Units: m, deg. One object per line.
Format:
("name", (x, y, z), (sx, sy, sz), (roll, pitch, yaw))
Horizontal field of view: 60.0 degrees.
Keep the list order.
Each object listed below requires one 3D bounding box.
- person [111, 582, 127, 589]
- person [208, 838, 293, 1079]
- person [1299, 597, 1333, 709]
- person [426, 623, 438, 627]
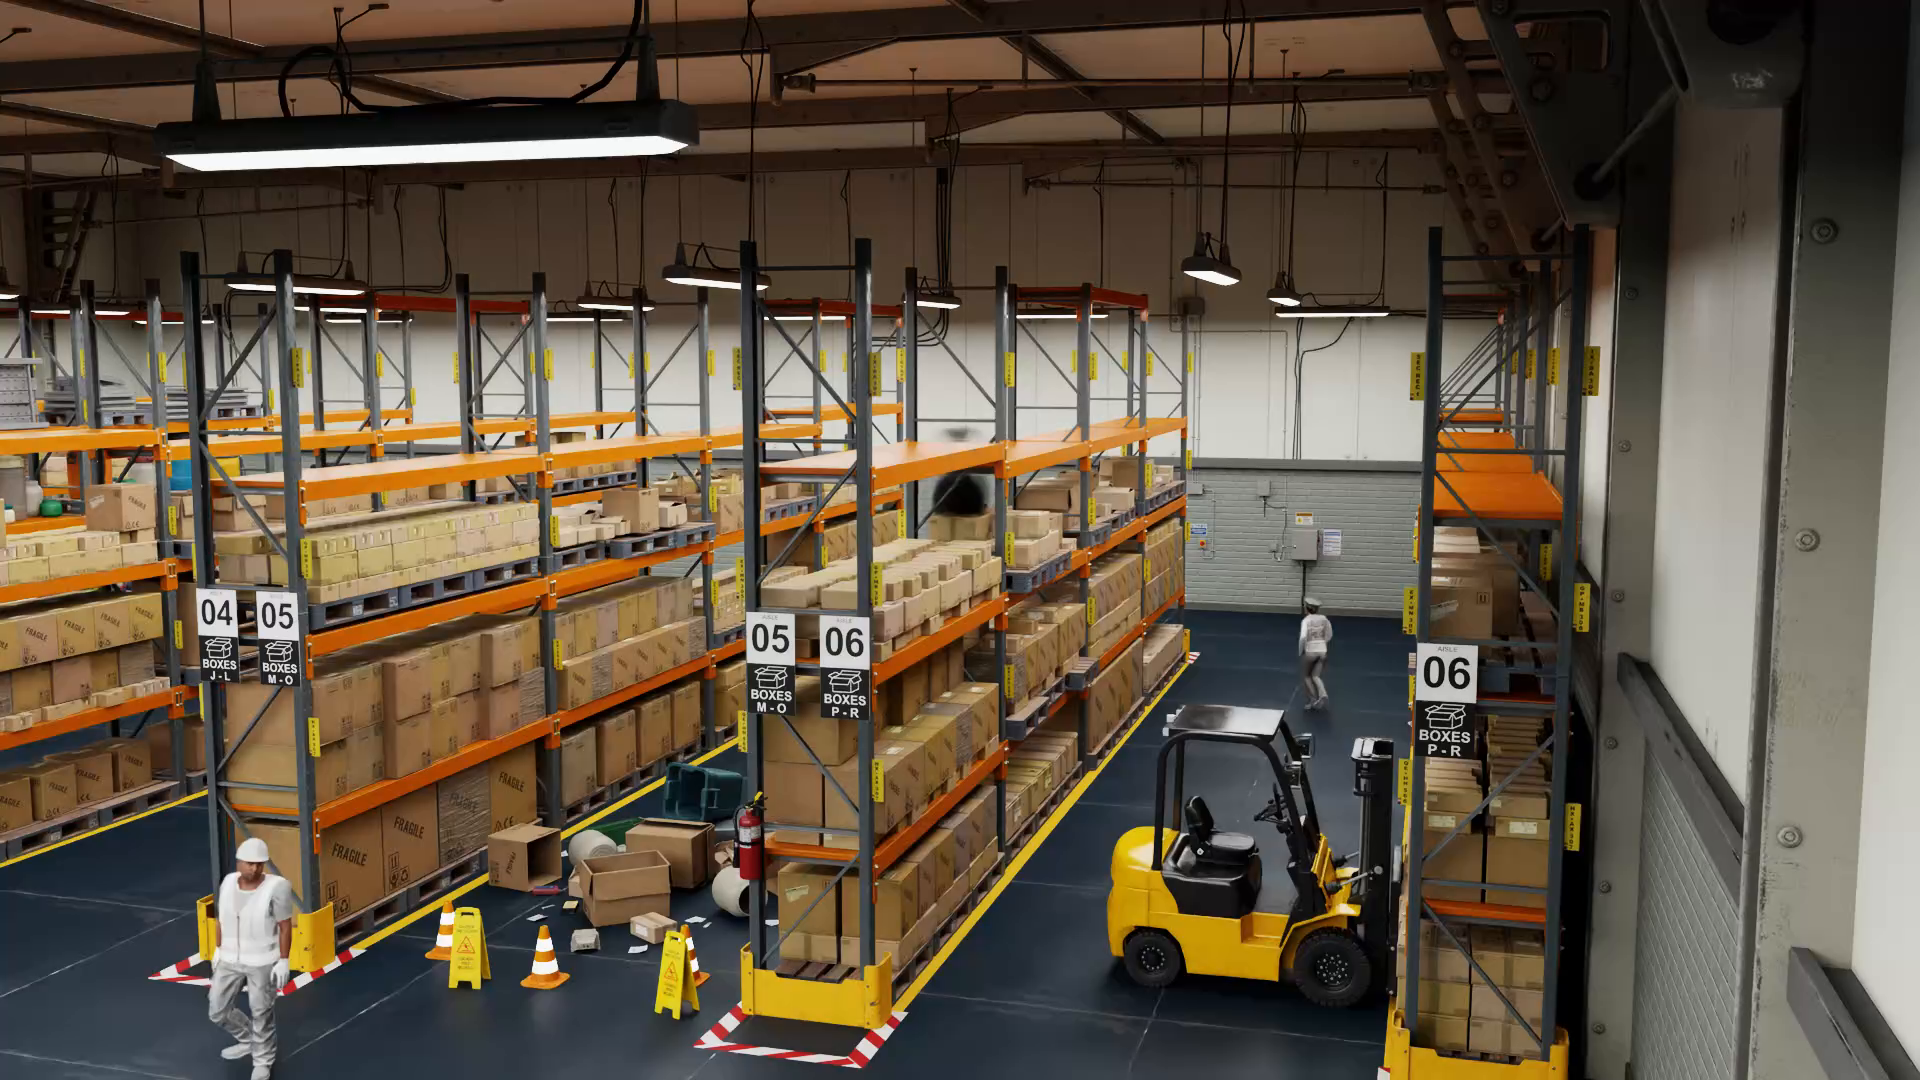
("person", (-15.010, 1.149, 29.363), (0.700, 1.482, 0.815), (0, 6, 0))
("person", (-5.030, 2.962, 11.800), (0.654, 1.774, 0.438), (1, 6, 8))
("person", (5.170, 1.677, 24.012), (0.614, 1.661, 0.670), (-2, 7, -14))
("person", (-6.905, 1.859, 22.064), (0.660, 1.711, 0.678), (0, 6, 1))
